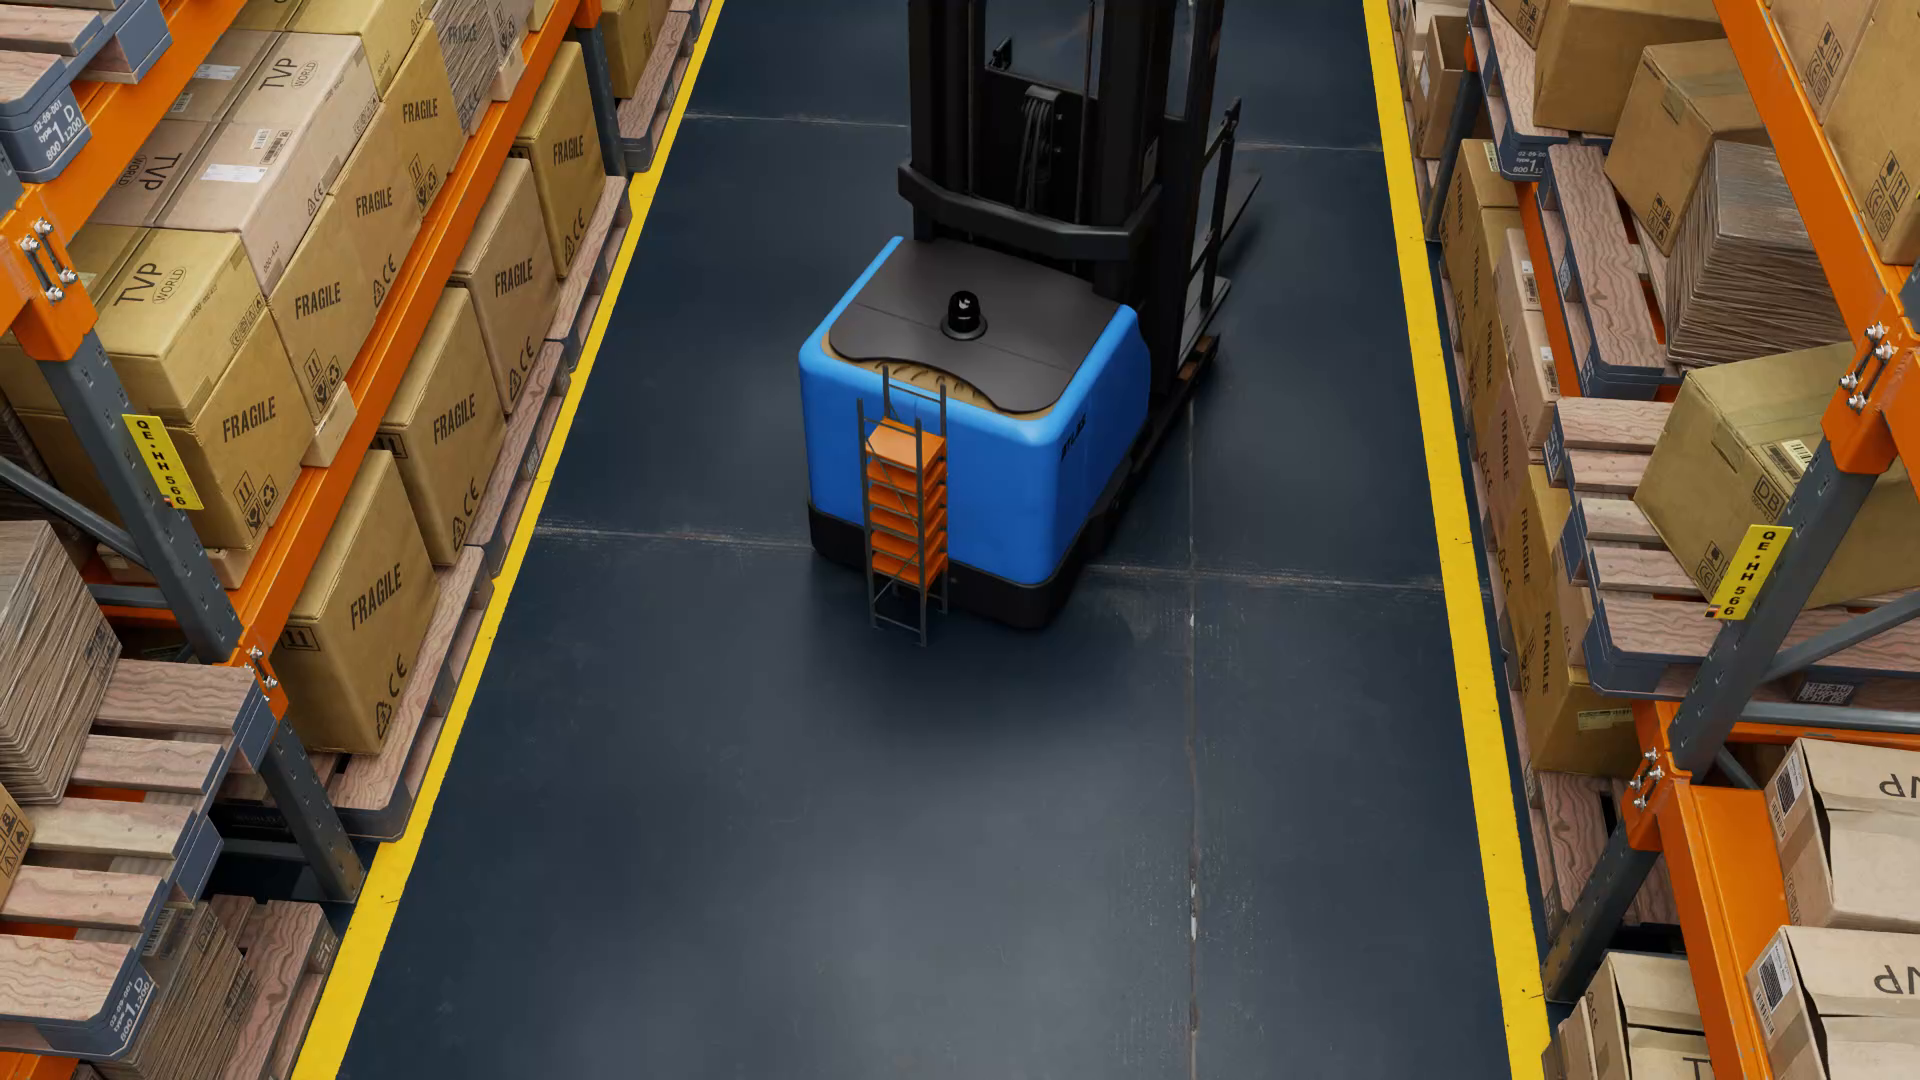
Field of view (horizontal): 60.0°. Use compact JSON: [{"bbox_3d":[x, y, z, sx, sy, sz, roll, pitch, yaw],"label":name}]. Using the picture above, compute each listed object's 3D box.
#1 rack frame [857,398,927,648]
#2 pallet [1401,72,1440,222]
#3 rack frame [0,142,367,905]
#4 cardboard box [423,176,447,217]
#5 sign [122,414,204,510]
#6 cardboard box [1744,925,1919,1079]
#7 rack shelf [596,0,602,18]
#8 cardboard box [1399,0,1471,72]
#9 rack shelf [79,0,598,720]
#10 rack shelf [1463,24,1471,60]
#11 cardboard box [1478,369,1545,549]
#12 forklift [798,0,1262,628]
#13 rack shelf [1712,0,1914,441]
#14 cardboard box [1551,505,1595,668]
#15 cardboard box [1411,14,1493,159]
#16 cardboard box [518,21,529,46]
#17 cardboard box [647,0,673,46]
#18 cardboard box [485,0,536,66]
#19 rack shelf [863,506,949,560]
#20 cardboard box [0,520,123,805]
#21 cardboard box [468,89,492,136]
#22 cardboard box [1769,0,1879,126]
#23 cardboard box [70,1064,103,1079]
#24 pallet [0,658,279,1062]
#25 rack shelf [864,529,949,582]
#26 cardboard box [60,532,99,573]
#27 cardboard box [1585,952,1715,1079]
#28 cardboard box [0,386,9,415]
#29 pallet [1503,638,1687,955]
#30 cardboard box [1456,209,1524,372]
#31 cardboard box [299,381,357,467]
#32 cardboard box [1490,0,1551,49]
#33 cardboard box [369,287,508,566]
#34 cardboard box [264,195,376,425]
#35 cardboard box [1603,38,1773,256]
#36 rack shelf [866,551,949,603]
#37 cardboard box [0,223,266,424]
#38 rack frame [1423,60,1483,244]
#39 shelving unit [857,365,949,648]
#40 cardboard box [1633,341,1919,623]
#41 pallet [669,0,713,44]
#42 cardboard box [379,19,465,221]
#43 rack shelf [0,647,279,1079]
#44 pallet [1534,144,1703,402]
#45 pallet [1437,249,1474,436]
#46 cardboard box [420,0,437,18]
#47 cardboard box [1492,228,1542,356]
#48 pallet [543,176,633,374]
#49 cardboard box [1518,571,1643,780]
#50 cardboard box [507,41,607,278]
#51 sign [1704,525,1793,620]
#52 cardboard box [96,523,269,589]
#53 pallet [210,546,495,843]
[{"bbox_3d":[-0.237,-0.031,5.965,0.240,1.200,0.006,20,51,17],"label":"rack frame"},{"bbox_3d":[2.825,-2.029,8.463,1.003,0.211,1.213,4,48,4],"label":"pallet"},{"bbox_3d":[-2.536,0.143,4.587,1.000,3.000,0.127,4,48,4],"label":"rack frame"},{"bbox_3d":[-2.116,-1.326,6.087,0.380,0.149,0.250,5,48,5],"label":"cardboard box"},{"bbox_3d":[-1.995,-0.192,4.161,0.100,0.325,0.005,4,48,4],"label":"sign"},{"bbox_3d":[2.123,1.148,3.728,0.500,0.311,0.500,3,48,3],"label":"cardboard box"},{"bbox_3d":[-1.989,-4.023,8.885,1.077,0.370,4.000,4,48,4],"label":"rack shelf"},{"bbox_3d":[2.599,-2.696,8.707,0.500,0.311,0.500,4,48,4],"label":"cardboard box"},{"bbox_3d":[-2.354,-1.084,6.196,1.077,0.370,4.000,4,48,4],"label":"rack shelf"},{"bbox_3d":[2.944,-3.693,8.582,1.077,0.370,4.000,4,48,4],"label":"rack shelf"},{"bbox_3d":[2.338,-0.301,6.388,0.500,0.500,0.500,2,48,2],"label":"cardboard box"},{"bbox_3d":[0.504,-1.750,6.364,1.130,2.935,3.031,20,51,17],"label":"forklift"},{"bbox_3d":[2.579,-1.766,4.787,1.077,0.370,4.000,4,48,4],"label":"rack shelf"},{"bbox_3d":[2.250,0.171,5.449,0.500,0.250,0.500,6,48,5],"label":"cardboard box"},{"bbox_3d":[2.531,-2.209,8.133,0.500,0.500,0.500,4,48,4],"label":"cardboard box"},{"bbox_3d":[-1.989,-2.077,6.773,0.380,0.149,0.250,5,48,5],"label":"cardboard box"},{"bbox_3d":[-1.952,-3.006,8.876,0.700,0.500,0.500,3,48,3],"label":"cardboard box"},{"bbox_3d":[-1.999,-2.206,6.452,0.500,0.500,0.500,4,48,4],"label":"cardboard box"},{"bbox_3d":[-0.196,-0.062,6.054,0.258,0.103,0.180,20,51,17],"label":"rack shelf"},{"bbox_3d":[-2.569,0.307,4.071,0.700,0.500,0.500,-1,48,-1],"label":"cardboard box"},{"bbox_3d":[-2.043,-1.703,6.432,0.380,0.149,0.250,4,48,4],"label":"cardboard box"},{"bbox_3d":[2.450,-1.270,3.779,0.910,0.500,0.500,4,48,4],"label":"cardboard box"},{"bbox_3d":[-2.713,1.741,4.520,0.700,0.500,0.500,4,48,3],"label":"cardboard box"},{"bbox_3d":[-2.495,0.738,4.172,1.213,0.211,1.003,4,48,4],"label":"pallet"},{"bbox_3d":[-0.196,0.019,6.142,0.258,0.103,0.180,20,51,17],"label":"rack shelf"},{"bbox_3d":[-2.762,-0.036,4.906,0.380,0.149,0.250,5,48,4],"label":"cardboard box"},{"bbox_3d":[2.057,1.435,4.603,0.500,0.311,0.500,5,48,5],"label":"cardboard box"},{"bbox_3d":[-2.753,-0.602,4.477,0.500,0.250,0.500,5,48,5],"label":"cardboard box"},{"bbox_3d":[2.503,0.868,5.813,1.003,0.211,1.213,4,48,4],"label":"pallet"},{"bbox_3d":[2.437,-1.039,7.063,0.500,0.500,0.500,4,48,4],"label":"cardboard box"},{"bbox_3d":[-2.135,-0.380,5.221,0.380,0.149,0.250,5,48,5],"label":"cardboard box"},{"bbox_3d":[2.496,-2.308,6.476,0.700,0.500,0.500,-11,48,-10],"label":"cardboard box"},{"bbox_3d":[-2.252,-0.448,6.299,0.750,0.750,0.750,4,48,3],"label":"cardboard box"},{"bbox_3d":[-2.180,-0.722,5.095,0.500,0.500,0.500,5,48,5],"label":"cardboard box"},{"bbox_3d":[2.662,-1.339,5.590,0.700,0.500,0.500,-7,48,-6],"label":"cardboard box"},{"bbox_3d":[-0.196,0.100,6.231,0.258,0.103,0.180,20,51,17],"label":"rack shelf"},{"bbox_3d":[-2.235,-0.589,4.464,0.500,0.250,0.500,5,48,4],"label":"cardboard box"},{"bbox_3d":[2.762,-2.466,6.973,1.000,3.000,0.127,4,48,4],"label":"rack frame"},{"bbox_3d":[-0.196,-0.092,6.021,0.258,1.200,0.189,20,51,17],"label":"shelving unit"},{"bbox_3d":[2.342,-0.173,4.523,0.700,0.500,0.500,-11,48,-10],"label":"cardboard box"},{"bbox_3d":[-1.916,-3.308,9.632,1.003,0.211,1.213,4,48,4],"label":"pallet"},{"bbox_3d":[-2.094,-1.470,5.779,0.500,0.500,0.500,5,48,5],"label":"cardboard box"},{"bbox_3d":[-2.719,1.855,3.508,1.077,0.370,4.000,4,48,4],"label":"rack shelf"},{"bbox_3d":[2.570,-0.891,5.662,1.003,0.211,1.213,4,48,4],"label":"pallet"},{"bbox_3d":[2.725,-0.925,7.453,1.003,0.211,1.213,4,48,4],"label":"pallet"},{"bbox_3d":[-2.062,-2.080,5.829,0.500,0.250,0.500,5,48,4],"label":"cardboard box"},{"bbox_3d":[2.384,-0.950,6.474,0.500,0.250,0.500,4,48,4],"label":"cardboard box"},{"bbox_3d":[-2.167,-1.283,7.781,1.003,0.211,1.213,4,48,4],"label":"pallet"},{"bbox_3d":[2.249,0.465,5.687,0.500,0.500,0.500,6,48,5],"label":"cardboard box"},{"bbox_3d":[-2.102,-1.726,7.468,0.750,0.750,0.750,4,48,4],"label":"cardboard box"},{"bbox_3d":[1.856,0.080,3.913,0.100,0.325,0.005,4,48,4],"label":"sign"},{"bbox_3d":[-2.276,-0.005,4.879,0.380,0.149,0.250,3,48,3],"label":"cardboard box"},{"bbox_3d":[-2.389,0.510,6.141,1.003,0.211,1.213,4,48,4],"label":"pallet"}]
